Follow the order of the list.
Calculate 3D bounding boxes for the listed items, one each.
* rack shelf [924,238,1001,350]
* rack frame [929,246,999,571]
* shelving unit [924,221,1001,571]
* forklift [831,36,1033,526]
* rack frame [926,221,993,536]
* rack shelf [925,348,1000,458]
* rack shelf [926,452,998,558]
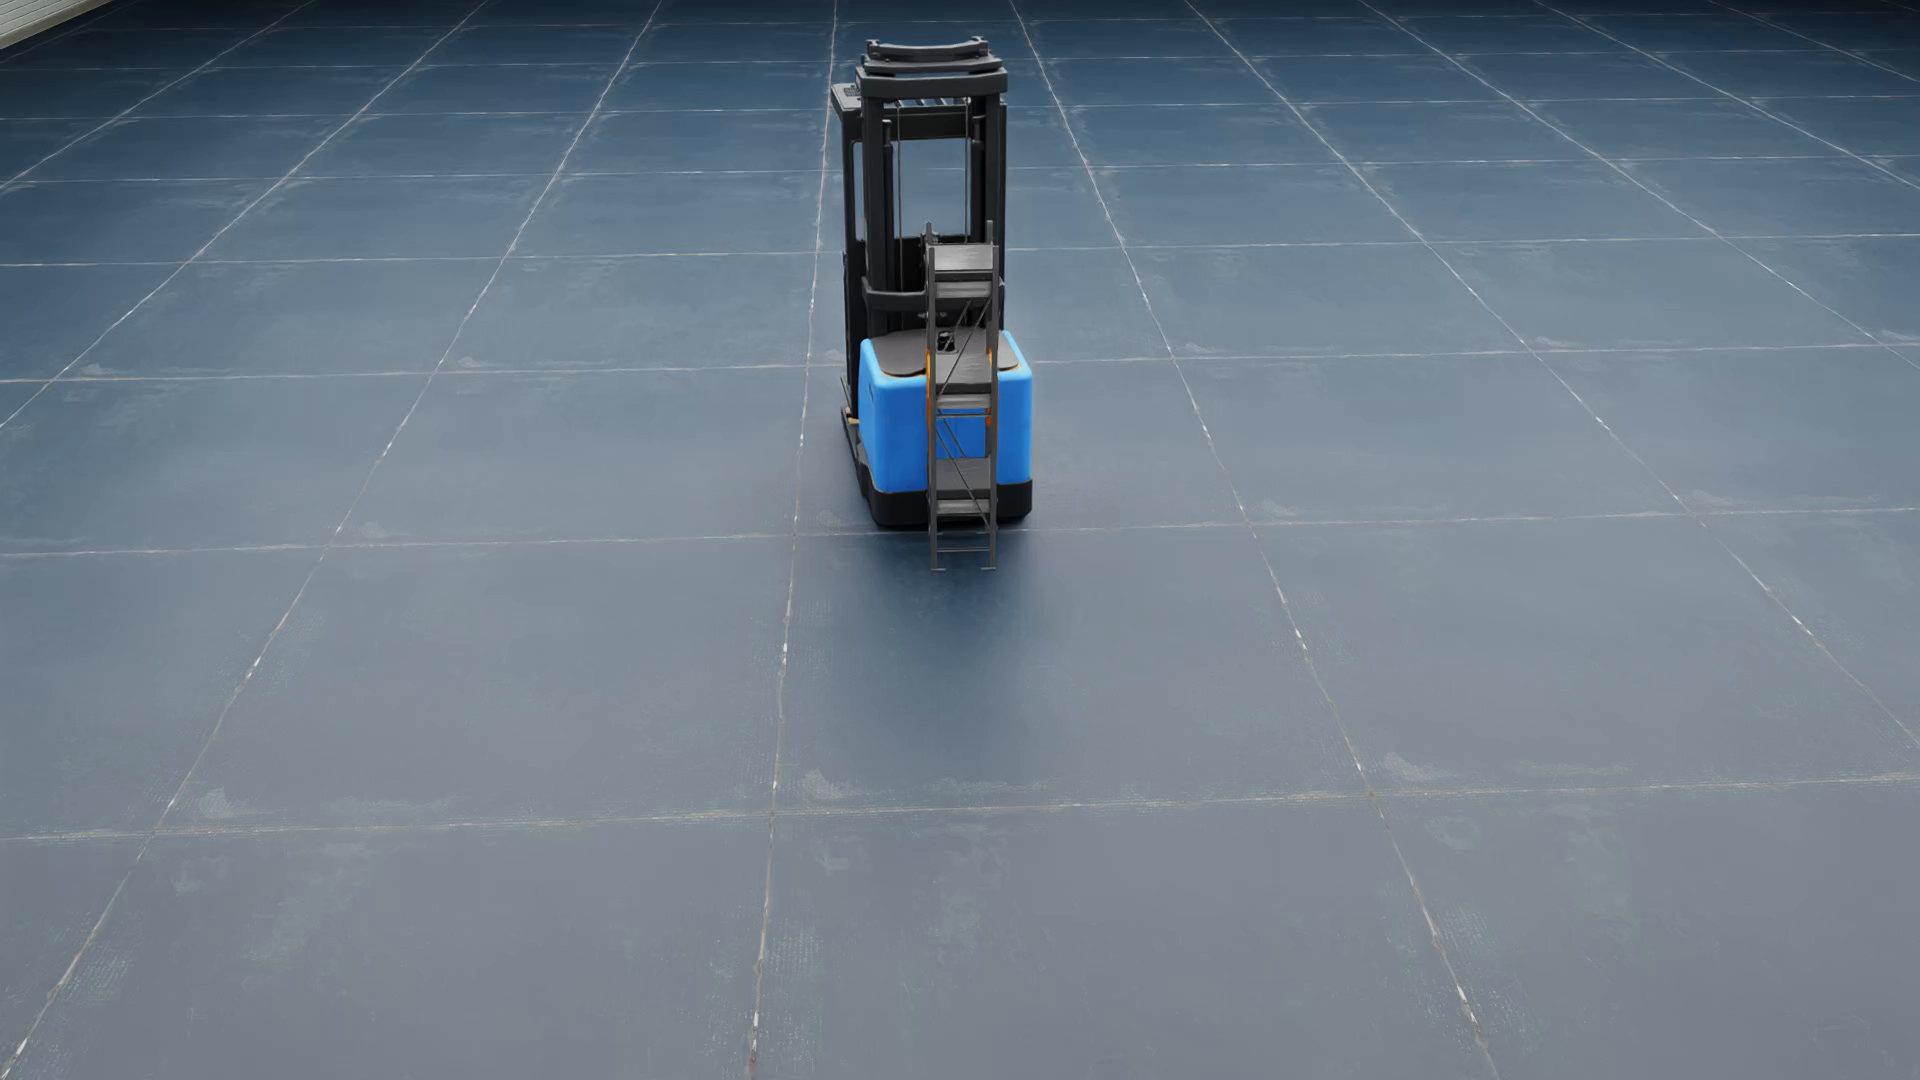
[{"bbox_3d":[0.009,-1.463,9.863,0.431,0.518,0.480,-1,28,-3],"label":"rack shelf"},{"bbox_3d":[0.021,-0.742,9.964,0.400,2.100,0.015,-1,28,-3],"label":"rack frame"},{"bbox_3d":[0.009,-0.855,10.180,0.431,2.100,0.503,-1,28,-3],"label":"shelving unit"},{"bbox_3d":[-0.278,-2.050,11.574,1.130,2.935,3.031,-5,28,-9],"label":"forklift"},{"bbox_3d":[-0.004,-0.967,10.396,0.400,2.100,0.015,-1,28,-3],"label":"rack frame"},{"bbox_3d":[0.009,-0.842,10.186,0.431,0.518,0.480,-1,28,-3],"label":"rack shelf"},{"bbox_3d":[0.009,-0.222,10.510,0.431,0.518,0.480,-1,28,-3],"label":"rack shelf"}]
